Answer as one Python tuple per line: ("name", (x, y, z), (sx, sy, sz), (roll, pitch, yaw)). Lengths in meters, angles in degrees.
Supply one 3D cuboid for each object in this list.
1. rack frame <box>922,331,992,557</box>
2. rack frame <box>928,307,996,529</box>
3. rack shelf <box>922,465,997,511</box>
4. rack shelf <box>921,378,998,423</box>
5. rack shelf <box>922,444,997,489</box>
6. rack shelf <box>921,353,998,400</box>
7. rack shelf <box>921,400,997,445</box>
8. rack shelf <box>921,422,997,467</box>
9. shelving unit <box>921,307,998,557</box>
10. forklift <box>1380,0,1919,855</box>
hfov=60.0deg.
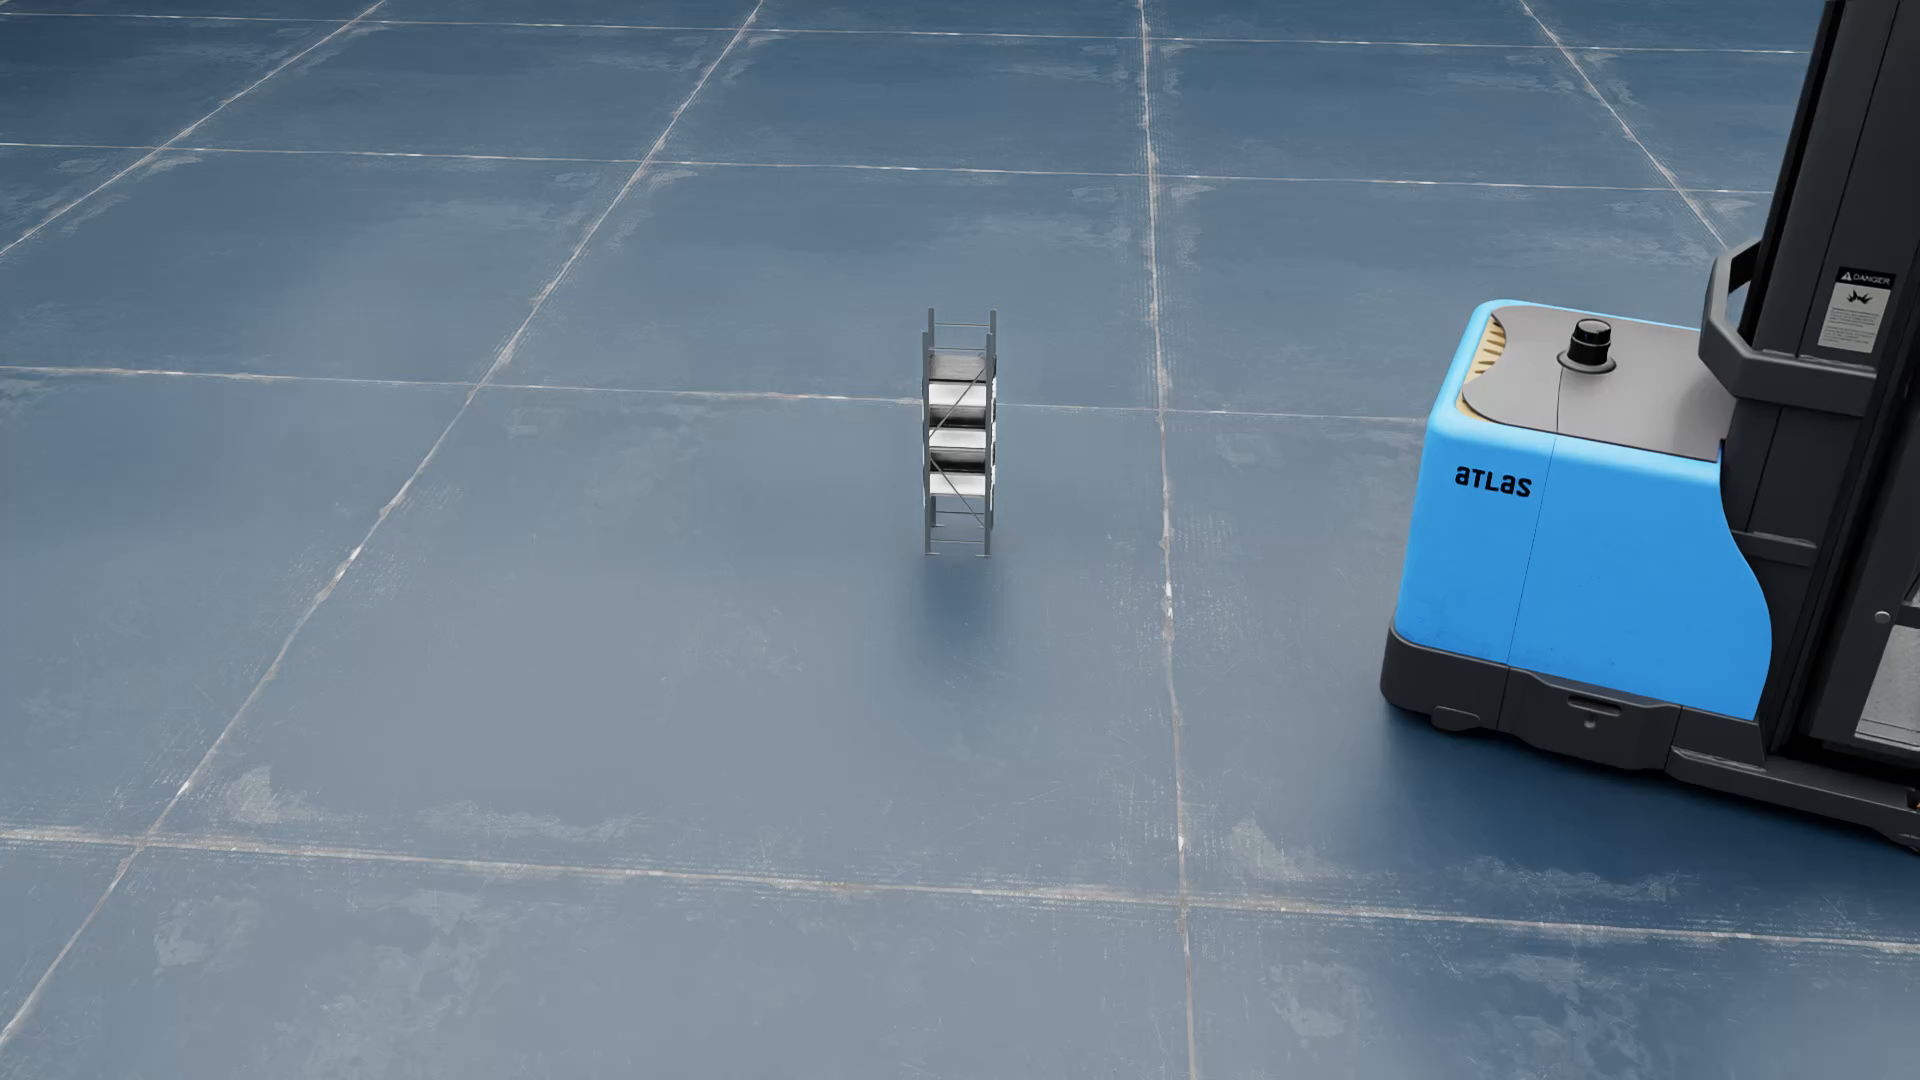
("rack frame", (-0.009, -0.326, 5.921), (0.240, 0.900, 0.006), (2, 32, 4))
("rack frame", (0.008, -0.432, 6.093), (0.240, 0.900, 0.006), (2, 32, 4))
("rack shelf", (-0.001, -0.197, 6.119), (0.258, 0.077, 0.200), (2, 32, 4))
("rack shelf", (-0.001, -0.504, 5.930), (0.258, 0.077, 0.200), (2, 32, 4))
("rack shelf", (-0.001, -0.274, 6.072), (0.258, 0.077, 0.200), (2, 32, 4))
("rack shelf", (-0.001, -0.580, 5.883), (0.258, 0.077, 0.200), (2, 32, 4))
("rack shelf", (-0.001, -0.427, 5.977), (0.258, 0.077, 0.200), (2, 32, 4))
("rack shelf", (-0.001, -0.350, 6.025), (0.258, 0.077, 0.200), (2, 32, 4))
("shelving unit", (-0.001, -0.379, 6.007), (0.258, 0.900, 0.210), (2, 32, 4))
("forklift", (2.912, -0.610, 4.446), (3.031, 2.935, 1.130), (13, 34, 20))
